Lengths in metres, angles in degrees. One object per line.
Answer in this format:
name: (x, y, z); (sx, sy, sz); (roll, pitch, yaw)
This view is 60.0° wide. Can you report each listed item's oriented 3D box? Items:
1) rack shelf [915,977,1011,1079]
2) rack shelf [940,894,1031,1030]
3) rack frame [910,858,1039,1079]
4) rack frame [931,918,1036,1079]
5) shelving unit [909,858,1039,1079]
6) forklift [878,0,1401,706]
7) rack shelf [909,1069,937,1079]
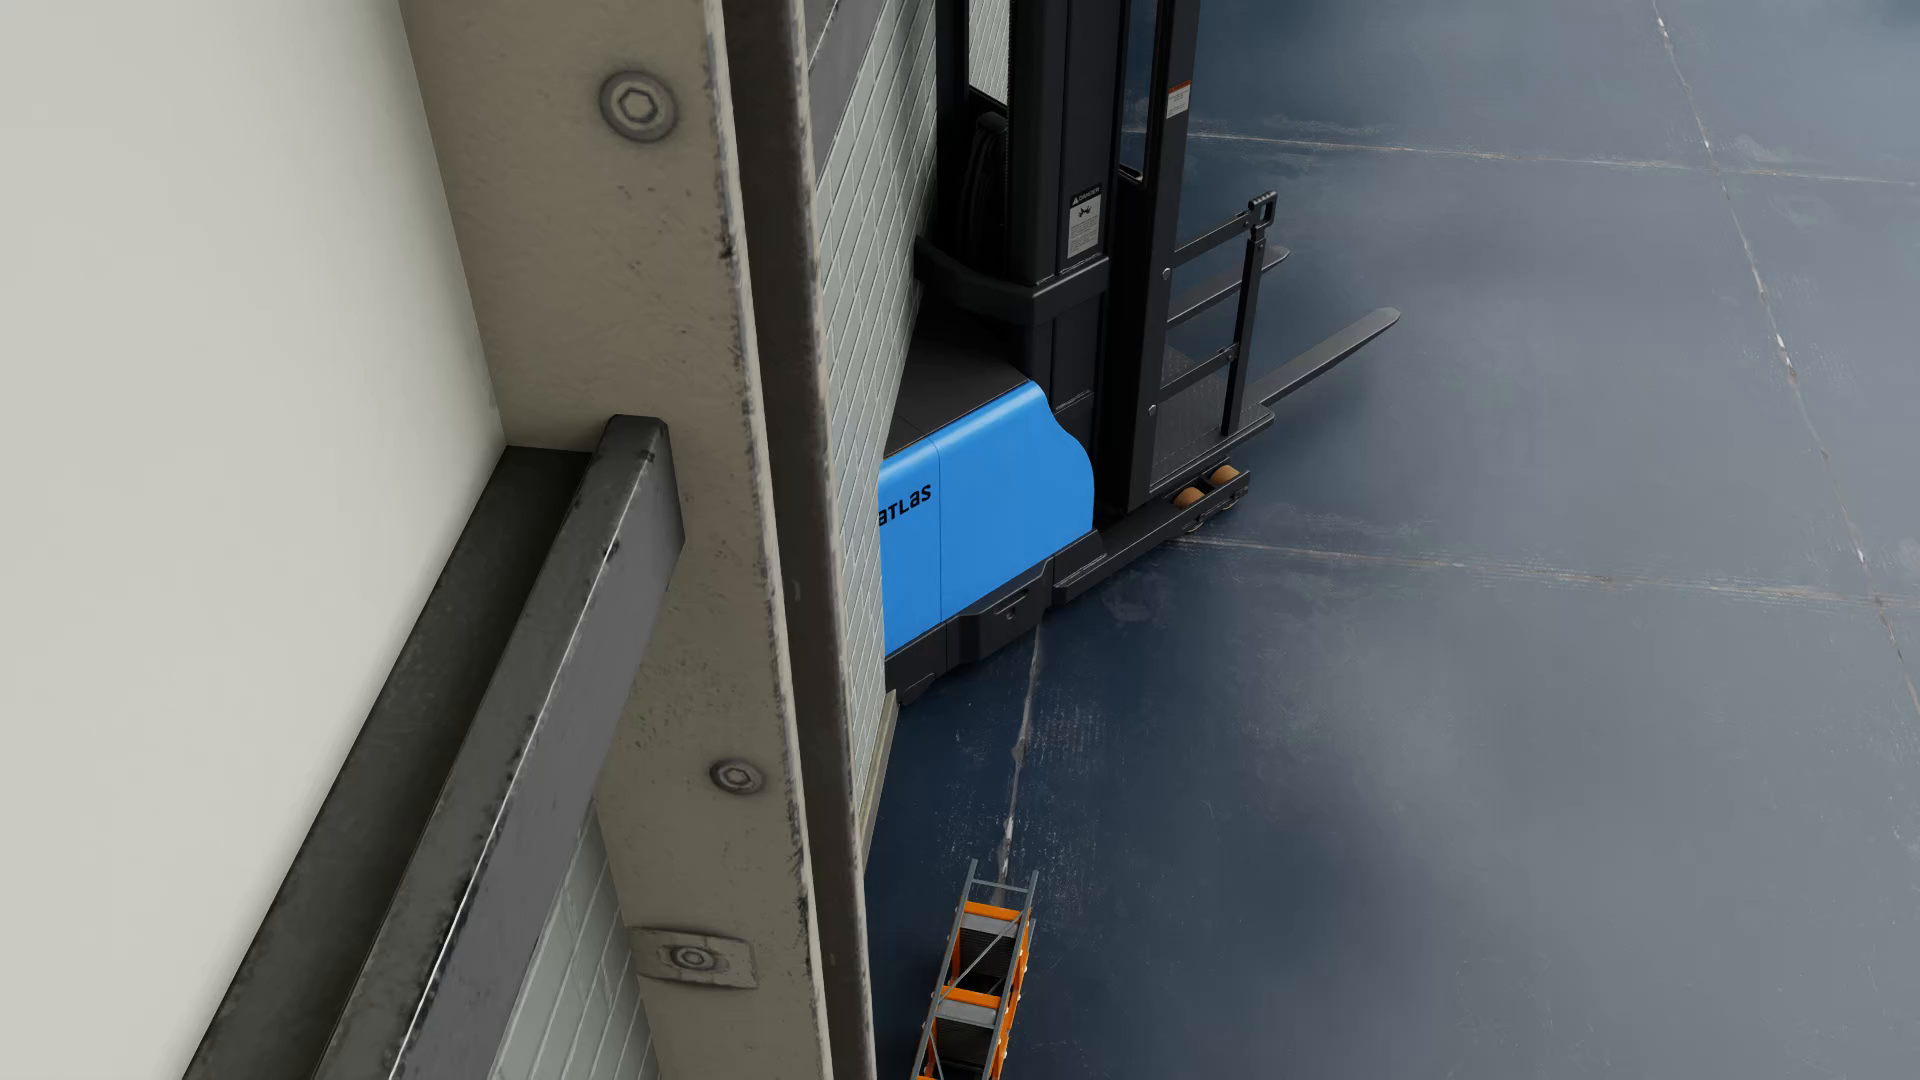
rack shelf: (0.009, 1.402, 4.582); (0.215, 0.240, 0.259); (9, 44, 10)
rack shelf: (0.075, 1.212, 4.782); (0.215, 0.240, 0.259); (9, 44, 10)
rack frame: (0.012, 1.306, 4.505); (0.200, 0.008, 1.050); (9, 44, 10)
rack frame: (0.012, 1.483, 4.673); (0.200, 0.008, 1.050); (9, 44, 10)
shelving unit: (0.012, 1.395, 4.589); (0.215, 0.252, 1.050); (9, 44, 10)
forklift: (0.474, -1.344, 5.537); (3.031, 2.935, 1.130); (-31, 51, -28)
rack shelf: (-0.055, 1.588, 4.385); (0.215, 0.240, 0.259); (9, 44, 10)
